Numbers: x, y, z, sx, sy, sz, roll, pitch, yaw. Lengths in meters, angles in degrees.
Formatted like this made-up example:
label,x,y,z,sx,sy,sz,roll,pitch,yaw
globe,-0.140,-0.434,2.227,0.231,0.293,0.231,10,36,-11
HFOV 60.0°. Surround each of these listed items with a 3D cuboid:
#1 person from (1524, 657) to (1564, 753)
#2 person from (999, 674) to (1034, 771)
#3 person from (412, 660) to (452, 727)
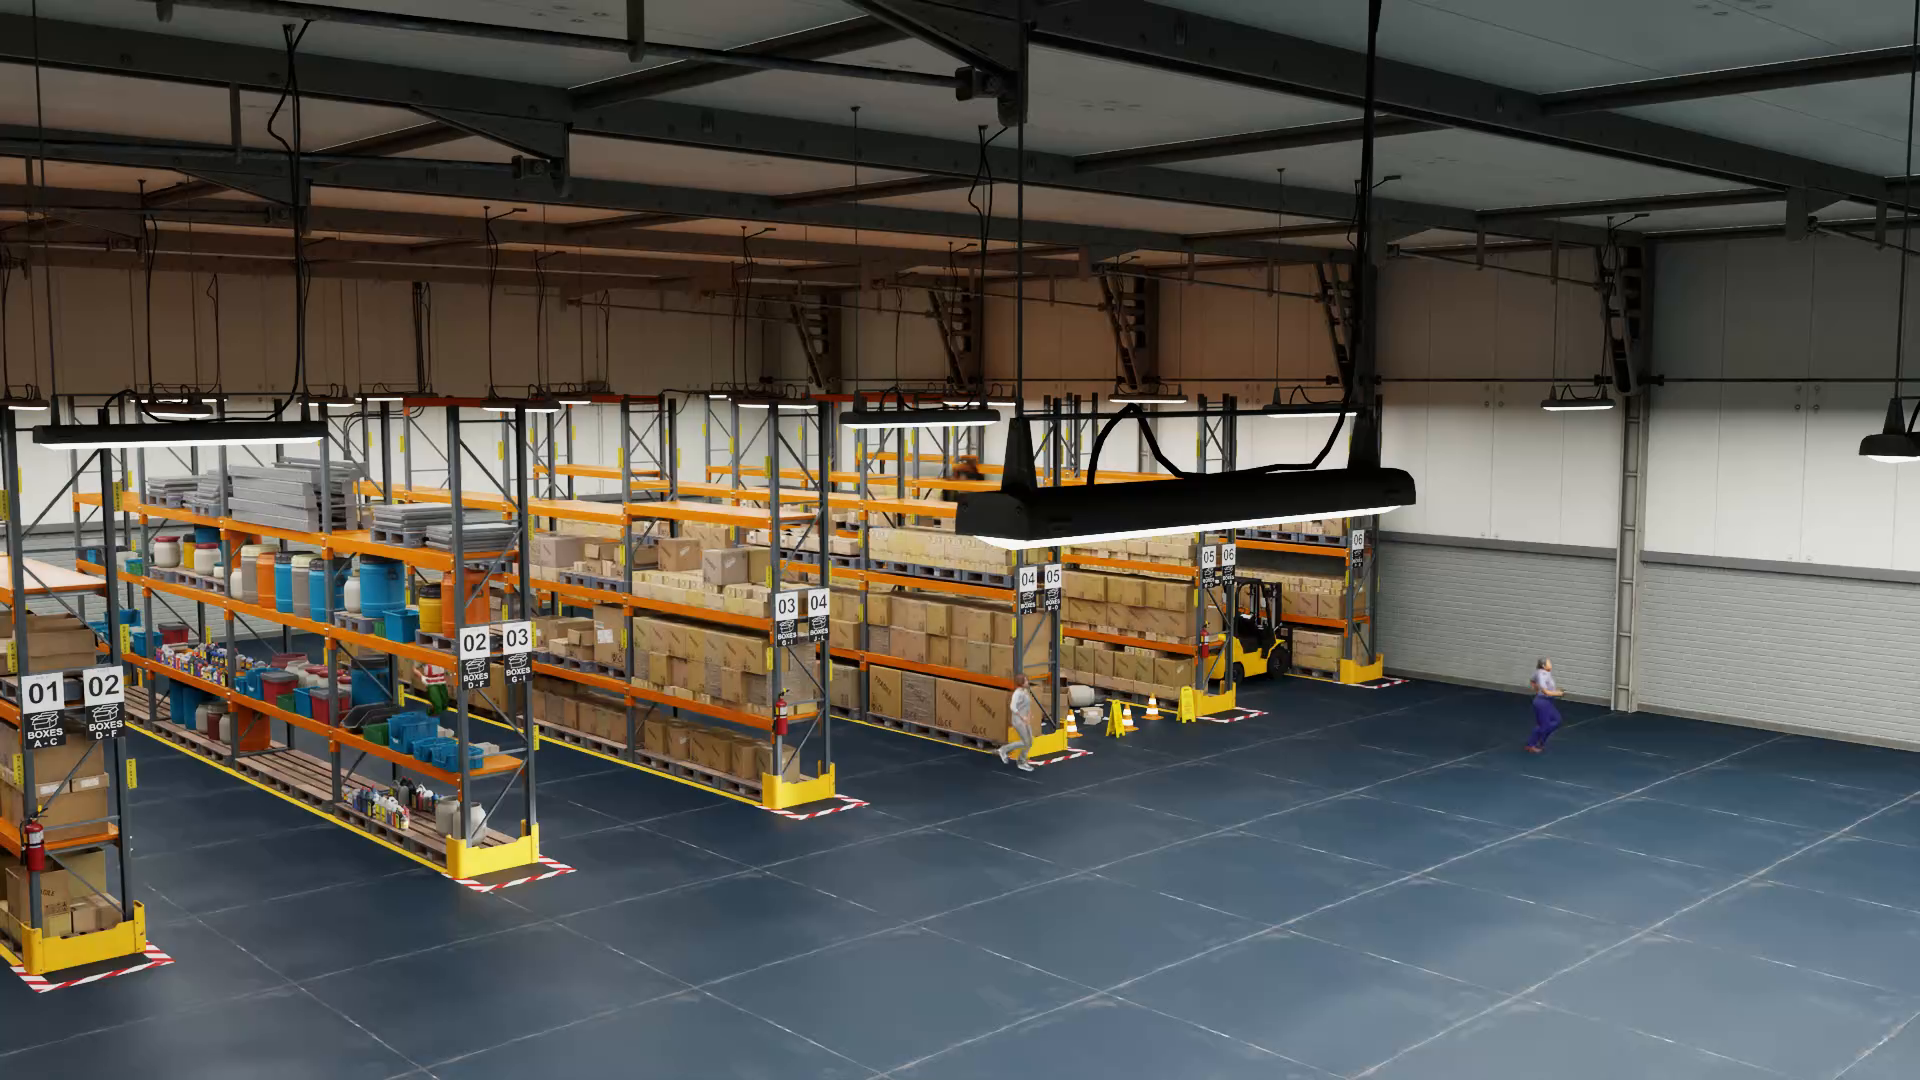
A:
label,x,y,z,sx,sy,sz,roll,pitch,yaw
person,9.886,2.804,28.141,0.604,1.630,0.667,2,6,17
person,0.926,2.956,27.004,0.572,1.569,0.577,2,6,16
person,-9.439,2.583,29.798,0.780,1.748,0.663,4,7,38
